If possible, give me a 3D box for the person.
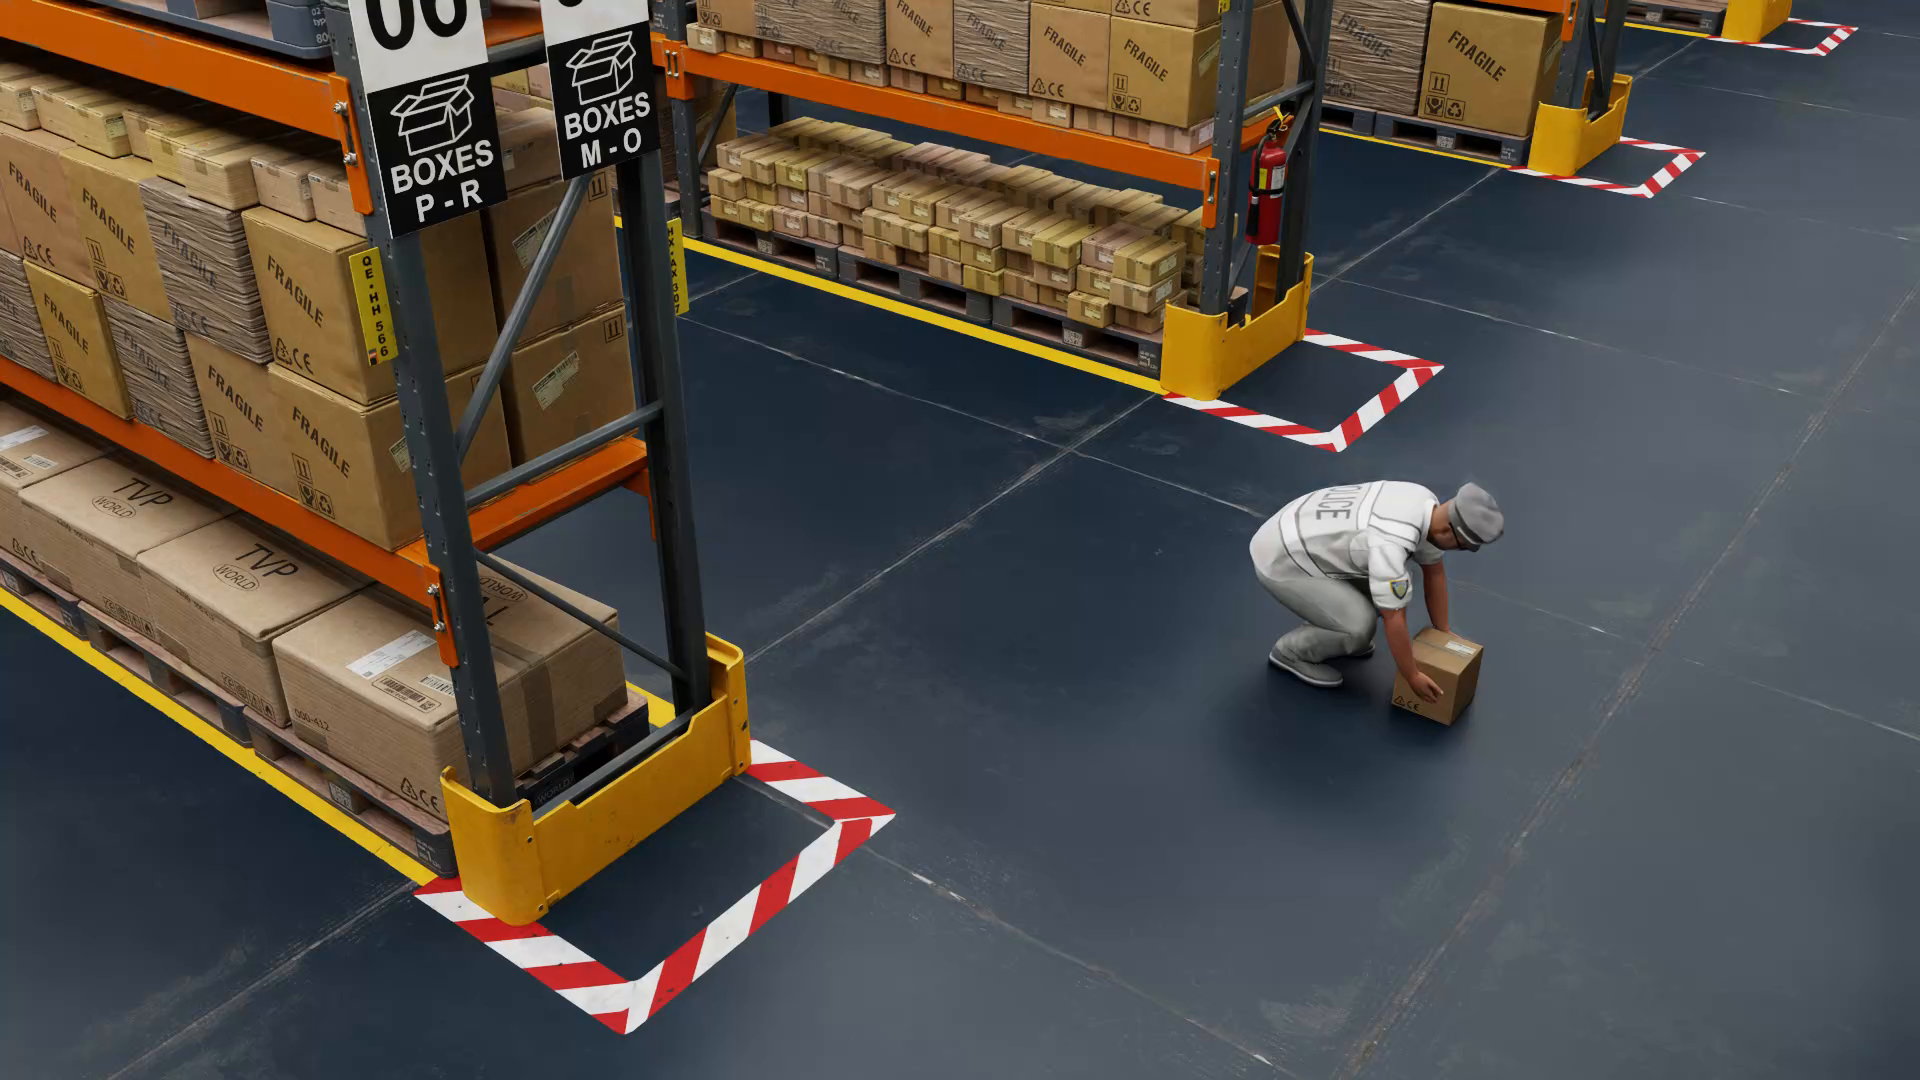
[{"bbox_3d":[1.654,0.133,6.703,0.954,0.942,0.564,21,37,31],"label":"person"}]
